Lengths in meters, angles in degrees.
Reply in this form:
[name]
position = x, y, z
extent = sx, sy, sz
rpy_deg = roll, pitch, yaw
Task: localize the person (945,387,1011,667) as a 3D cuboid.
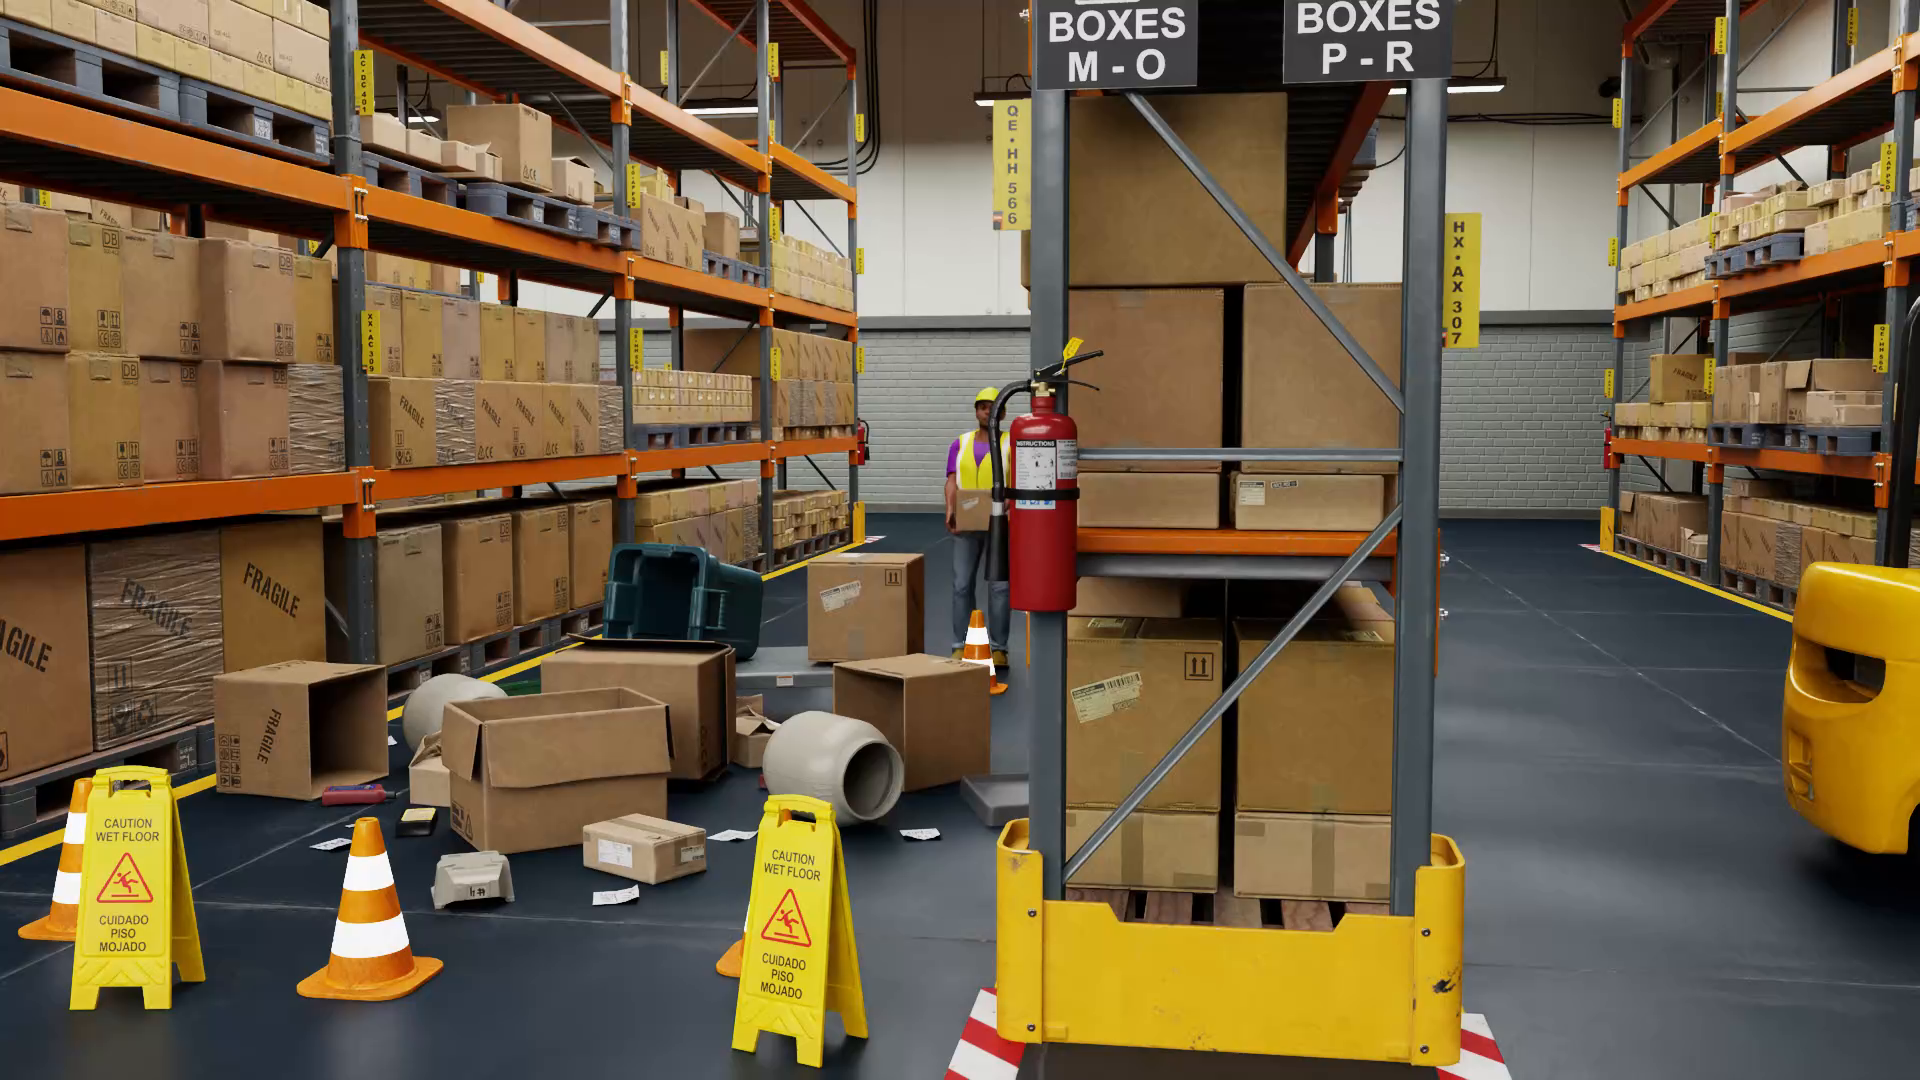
[person]
position = 0.143, -0.079, 10.492
extent = 0.516, 1.770, 0.571
rpy_deg = 1, 5, 16
